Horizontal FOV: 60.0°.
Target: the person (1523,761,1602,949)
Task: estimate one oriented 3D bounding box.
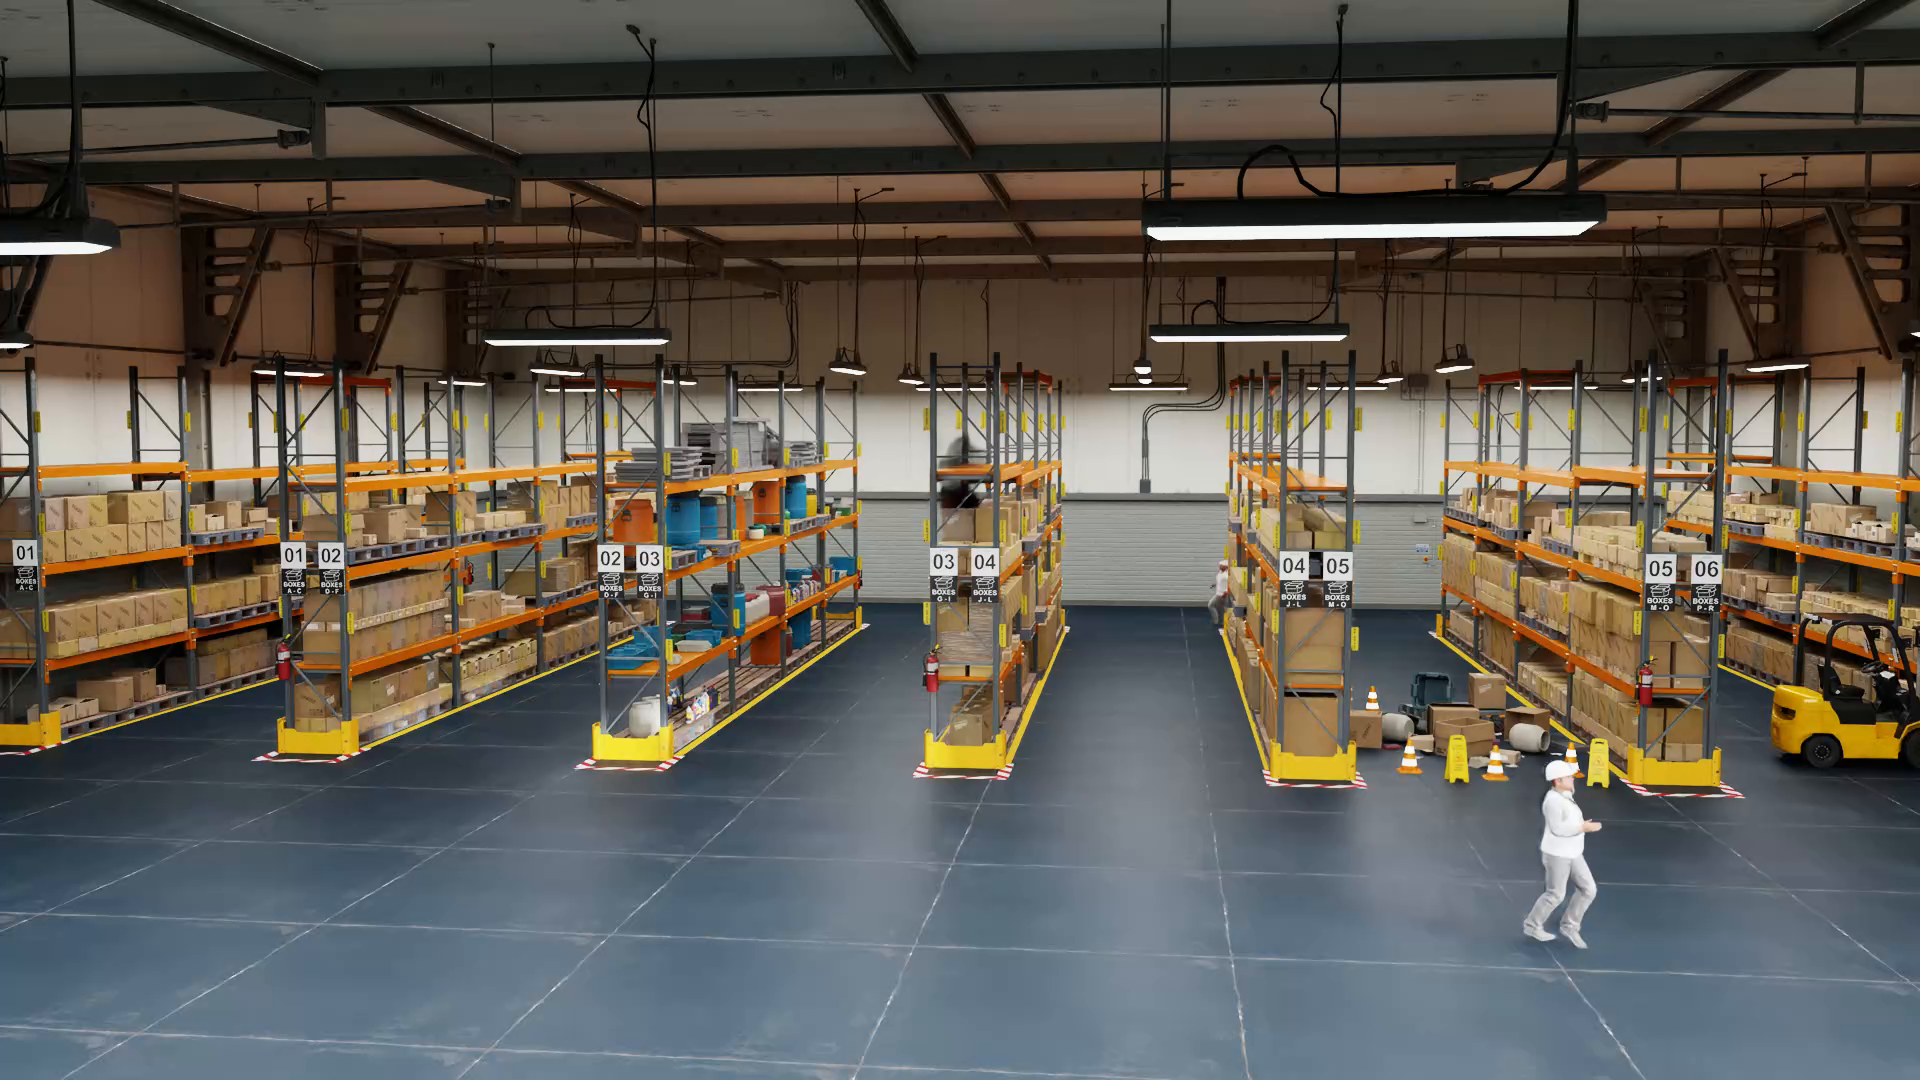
[{"bbox_3d":[5.749,3.004,15.821,0.711,1.814,0.637,3,5,36],"label":"person"}]

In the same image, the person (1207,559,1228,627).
[{"bbox_3d":[6.390,1.306,40.632,0.740,1.715,0.803,1,4,16],"label":"person"}]
